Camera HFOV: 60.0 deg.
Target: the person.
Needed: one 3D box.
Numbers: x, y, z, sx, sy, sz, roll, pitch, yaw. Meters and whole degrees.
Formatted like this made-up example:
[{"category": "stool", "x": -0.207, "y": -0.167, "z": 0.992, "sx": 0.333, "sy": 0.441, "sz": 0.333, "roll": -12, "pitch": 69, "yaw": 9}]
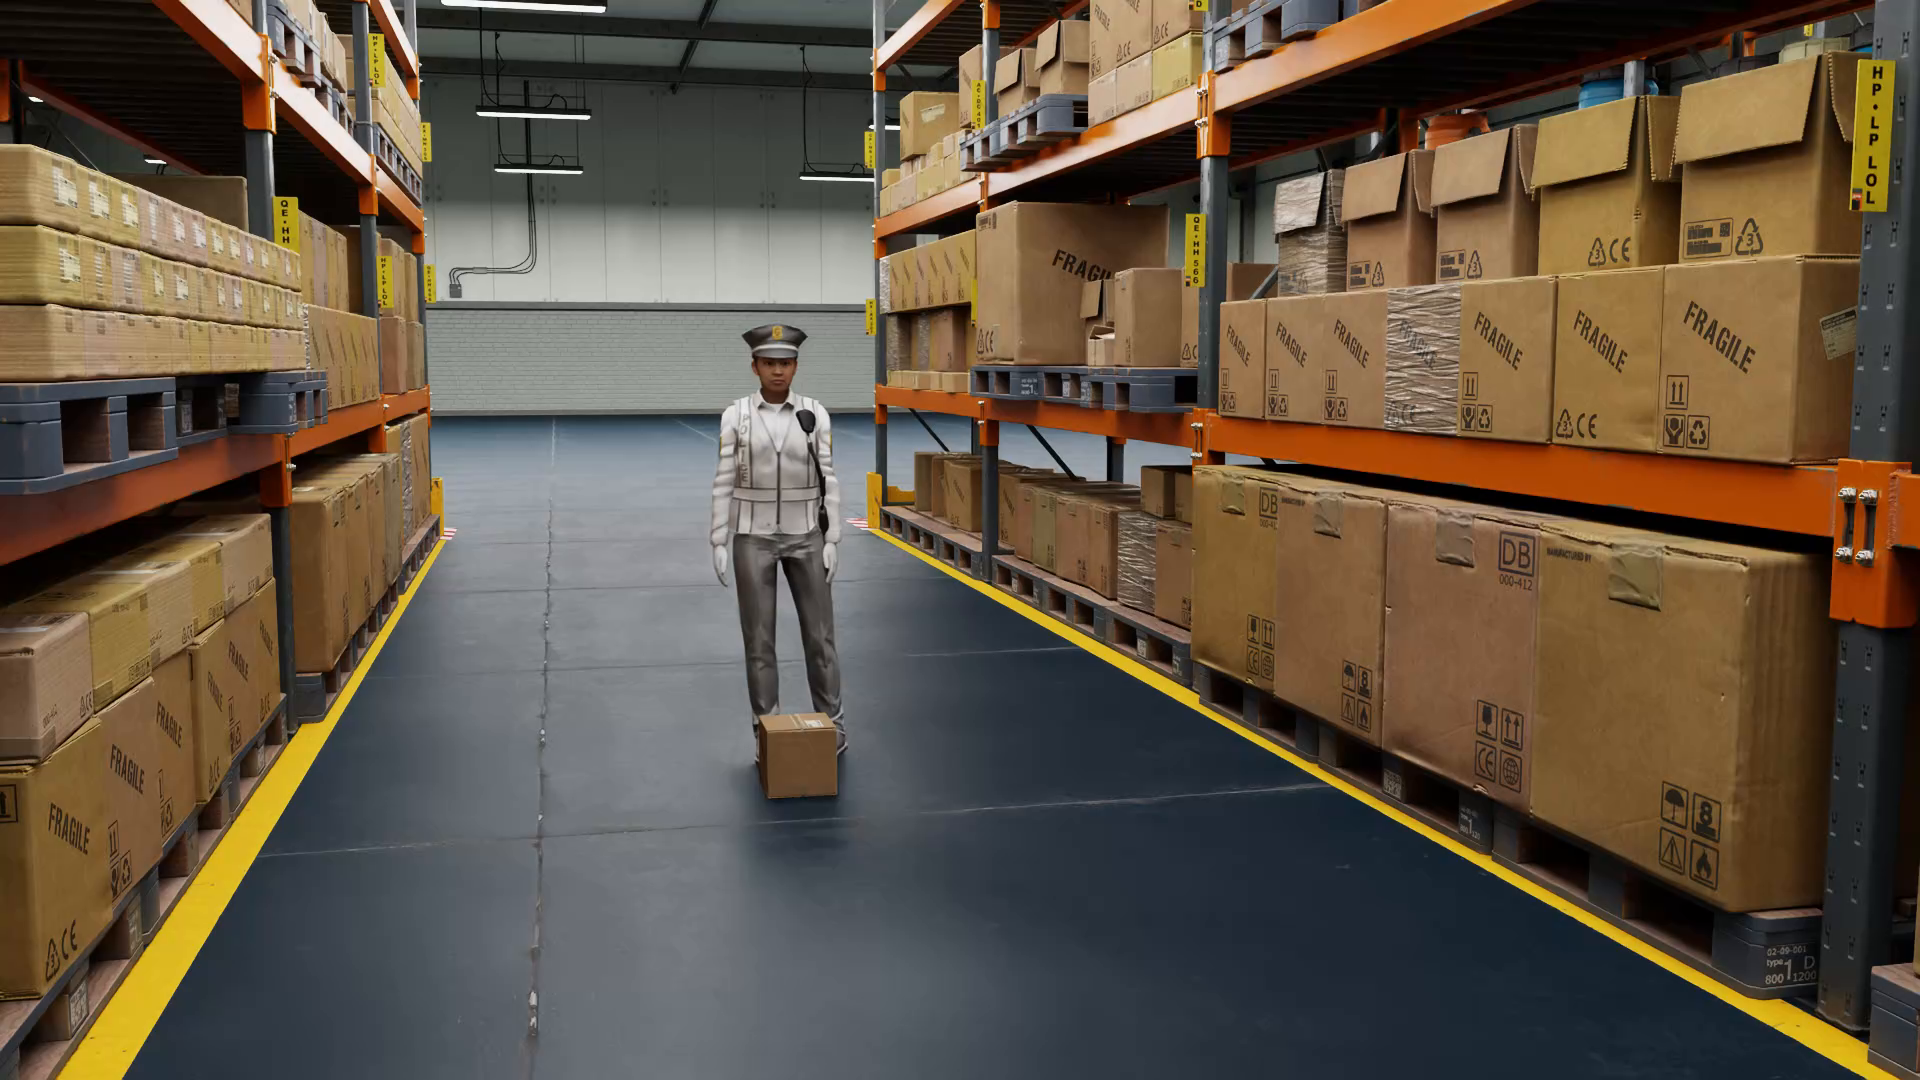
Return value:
[{"category": "person", "x": -0.702, "y": 0.017, "z": 6.402, "sx": 0.521, "sy": 1.688, "sz": 0.343, "roll": -1, "pitch": 6, "yaw": -10}]
